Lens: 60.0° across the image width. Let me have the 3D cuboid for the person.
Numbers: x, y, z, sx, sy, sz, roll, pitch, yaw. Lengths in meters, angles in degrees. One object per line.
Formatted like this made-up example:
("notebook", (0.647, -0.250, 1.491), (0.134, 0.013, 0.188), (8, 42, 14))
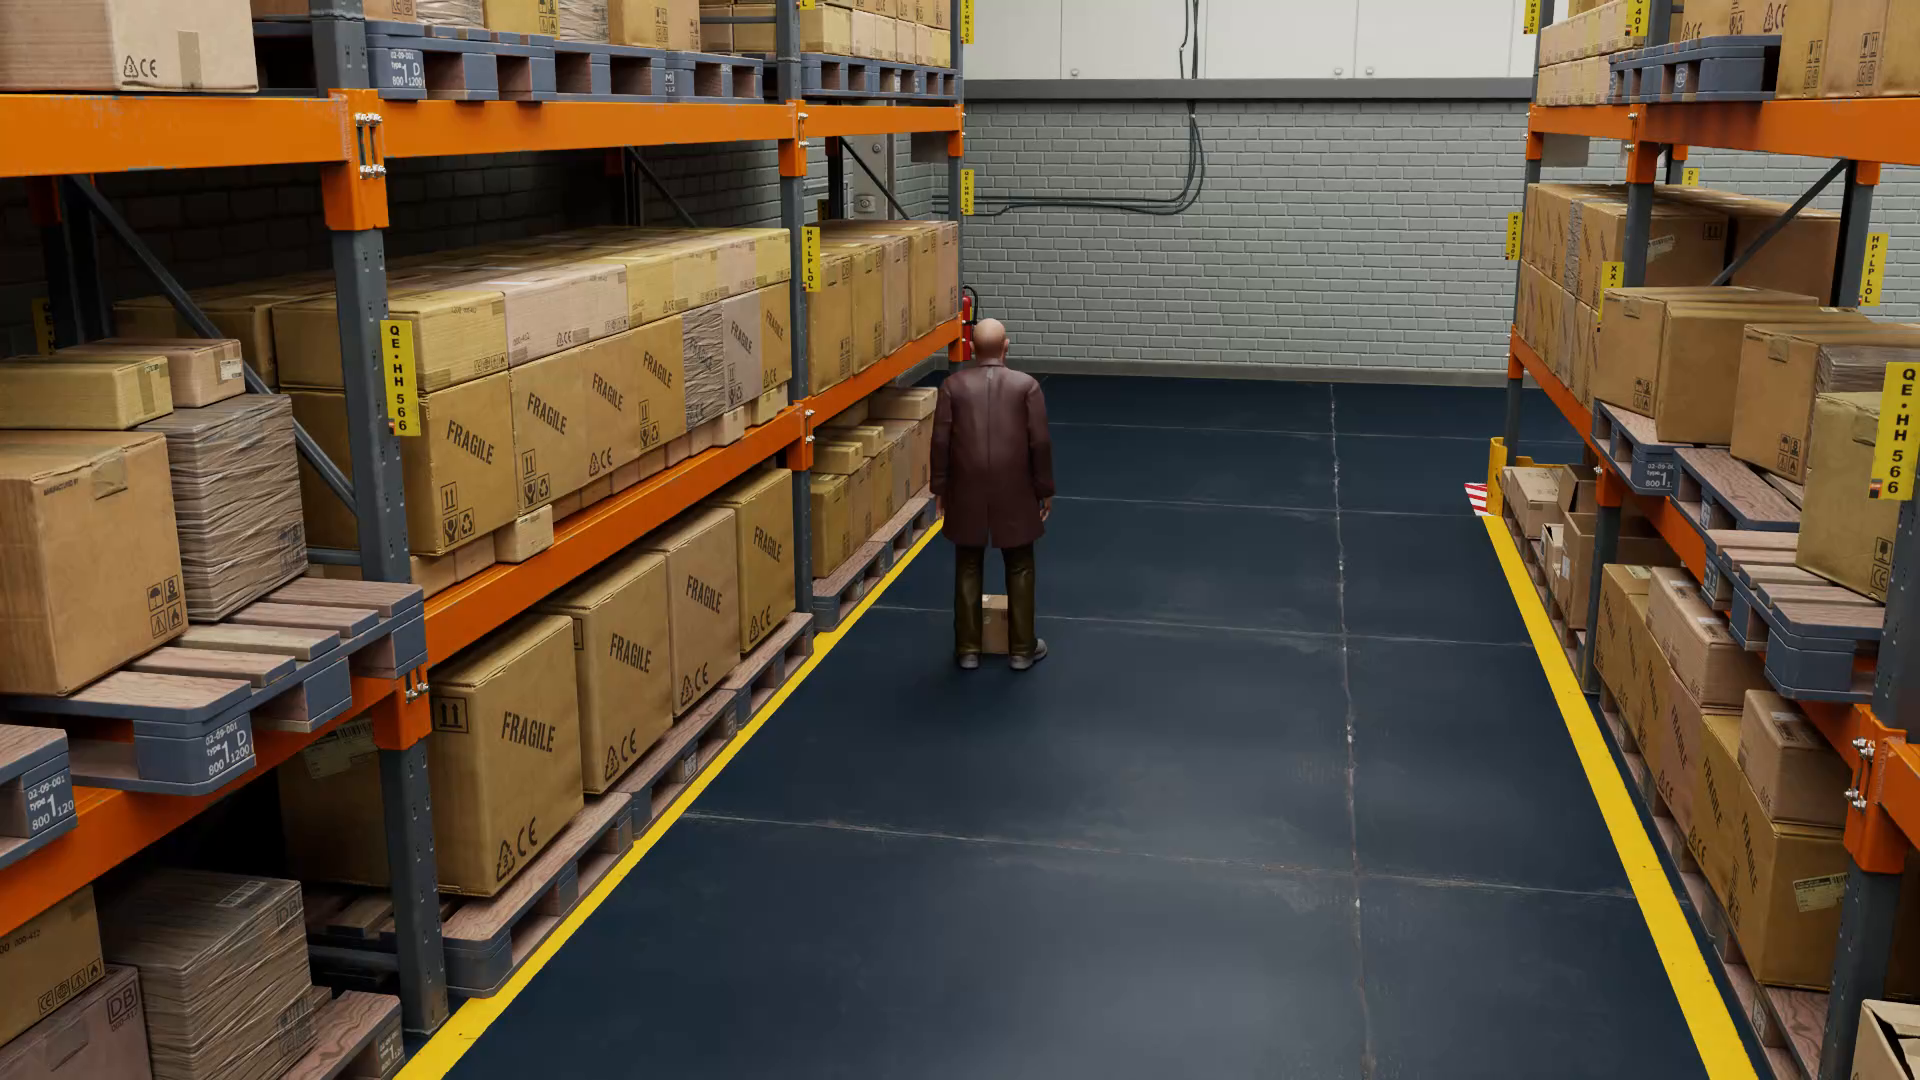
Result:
("person", (0.163, -0.228, 8.429), (0.642, 1.773, 0.431), (2, 15, 6))
